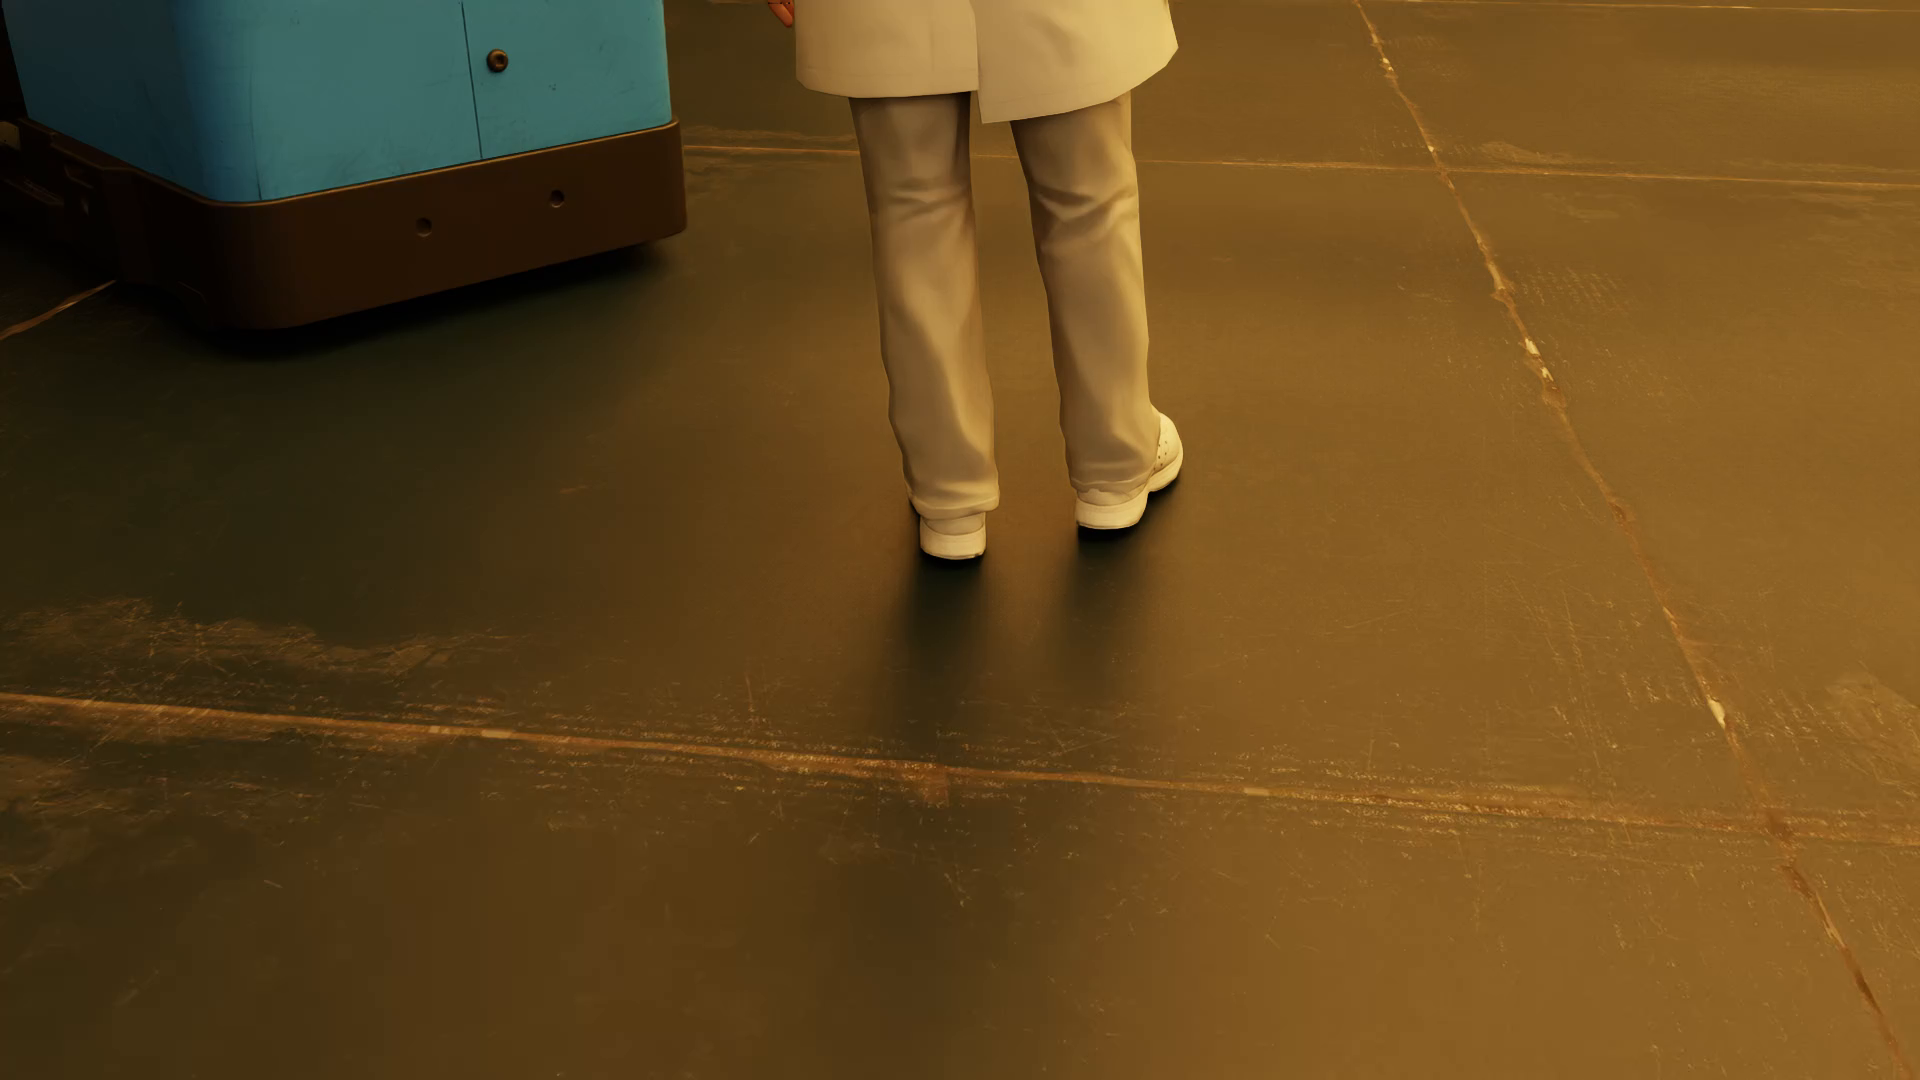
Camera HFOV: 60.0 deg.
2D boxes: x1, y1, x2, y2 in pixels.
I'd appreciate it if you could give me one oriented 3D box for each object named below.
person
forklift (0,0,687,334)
[{"bbox_3d":[0.009,-0.819,2.135,0.696,1.778,0.475,3,27,7],"label":"person"},{"bbox_3d":[-2.008,-2.267,3.762,1.130,2.935,3.031,-24,35,-39],"label":"forklift"}]
